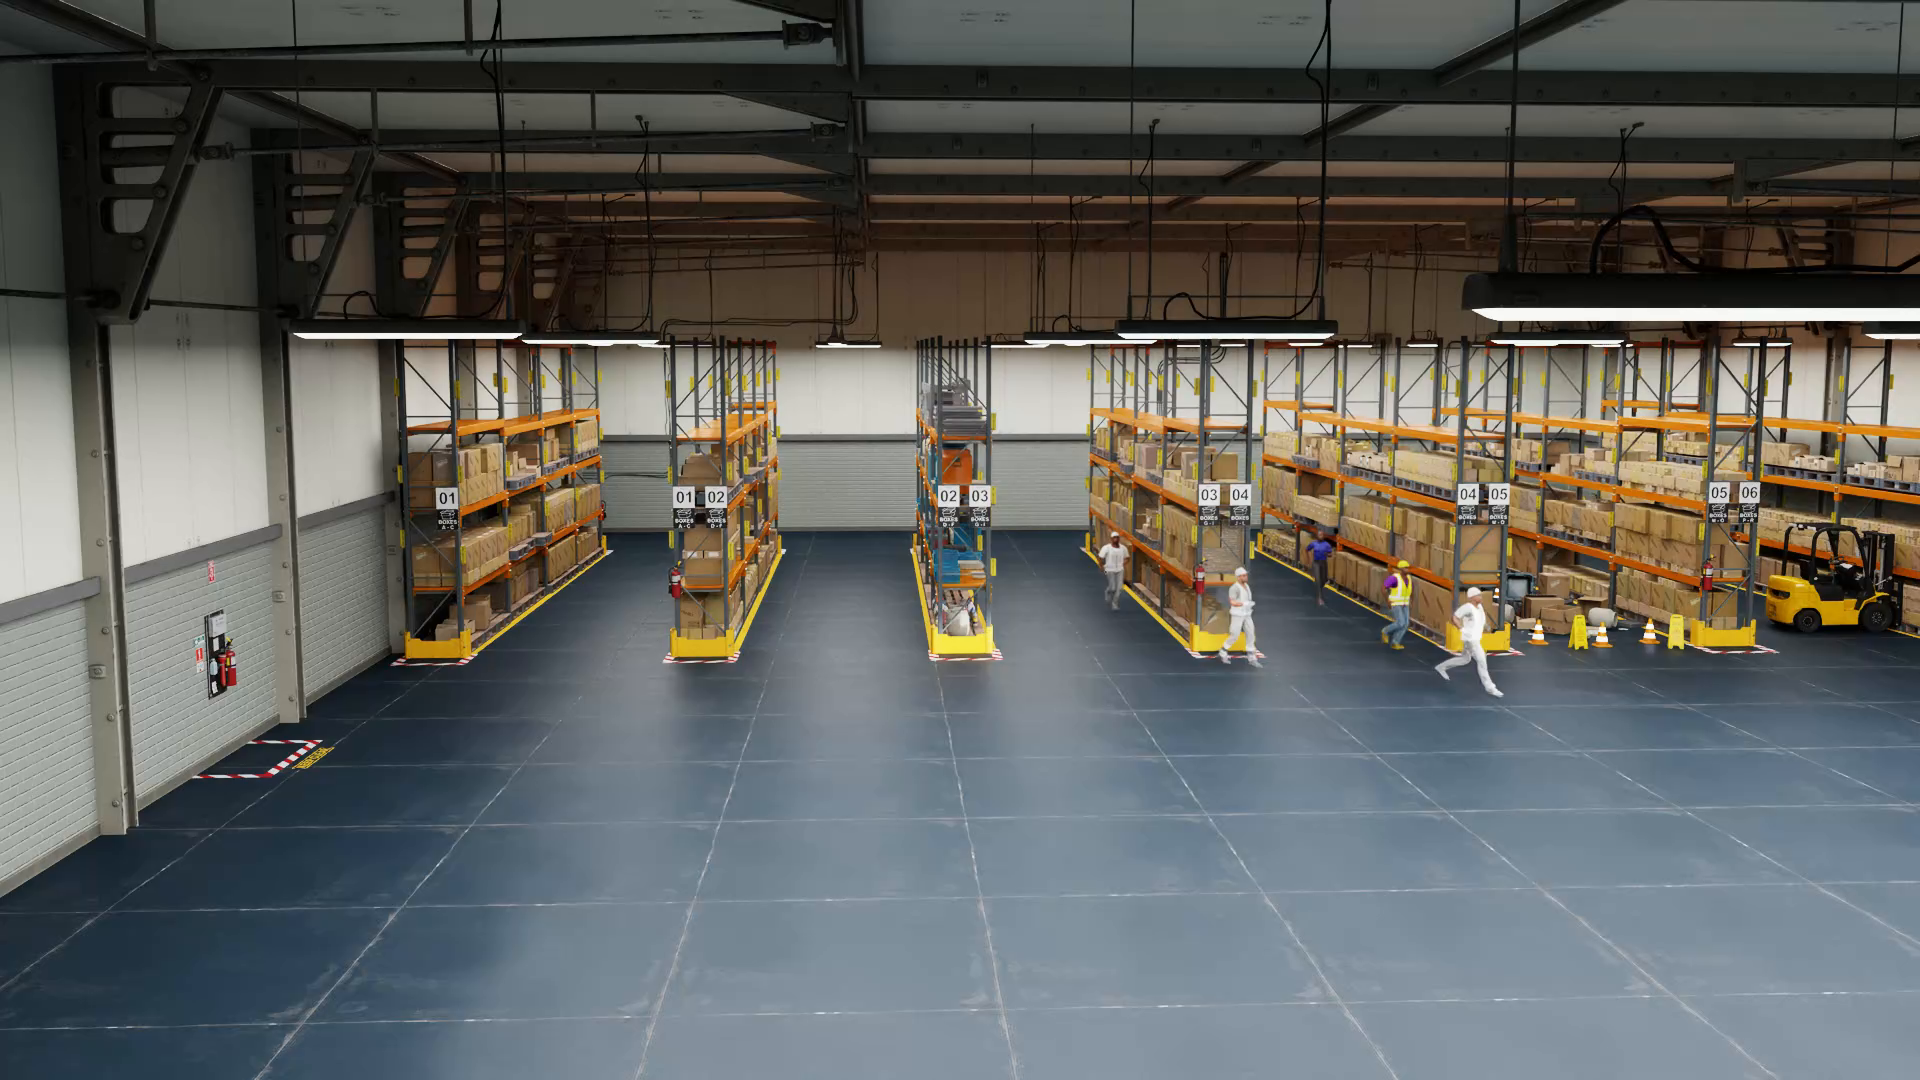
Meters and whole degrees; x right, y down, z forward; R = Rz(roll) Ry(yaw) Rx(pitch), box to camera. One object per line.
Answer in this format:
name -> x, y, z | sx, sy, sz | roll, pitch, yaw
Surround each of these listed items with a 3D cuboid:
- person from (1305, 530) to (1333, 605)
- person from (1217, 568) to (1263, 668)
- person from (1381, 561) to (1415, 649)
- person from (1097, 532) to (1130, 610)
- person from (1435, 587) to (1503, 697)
person -> 8.162, 0.597, 37.747 | 0.575, 1.644, 0.941 | -1, 7, -4
person -> 5.084, 1.387, 30.069 | 0.905, 1.784, 0.673 | 6, 9, 45
person -> 8.450, 1.242, 32.044 | 0.746, 1.719, 0.558 | -4, 7, -30
person -> 3.403, 0.679, 36.568 | 0.718, 1.723, 0.621 | -1, 7, -12
person -> 8.581, 1.675, 27.962 | 1.166, 1.786, 0.647 | 4, 7, 29
